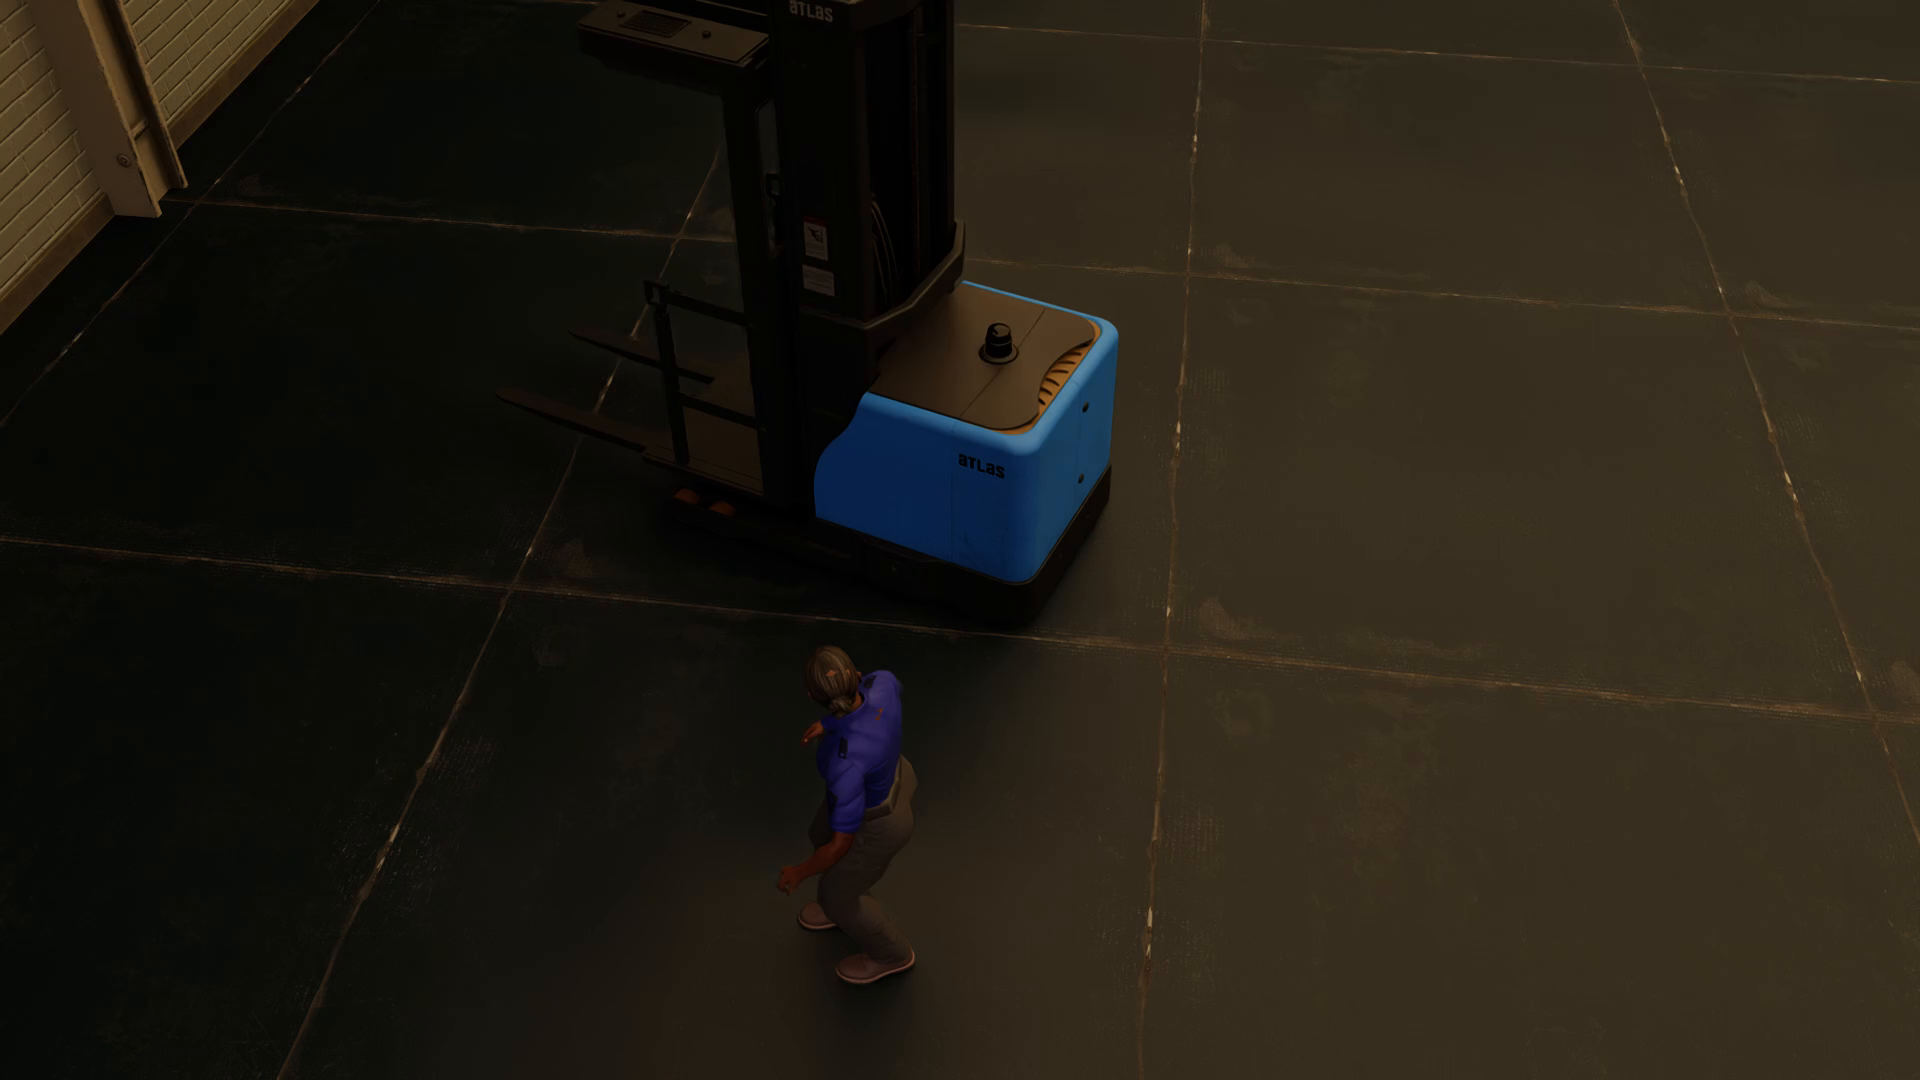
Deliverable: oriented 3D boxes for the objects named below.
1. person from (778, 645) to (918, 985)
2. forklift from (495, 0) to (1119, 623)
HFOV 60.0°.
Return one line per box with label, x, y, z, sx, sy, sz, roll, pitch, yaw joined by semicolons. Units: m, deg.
person;-0.388;0.942;5.694;0.468;1.612;0.669;3;43;3
forklift;-0.836;-1.401;7.250;3.031;2.935;1.130;18;46;19
